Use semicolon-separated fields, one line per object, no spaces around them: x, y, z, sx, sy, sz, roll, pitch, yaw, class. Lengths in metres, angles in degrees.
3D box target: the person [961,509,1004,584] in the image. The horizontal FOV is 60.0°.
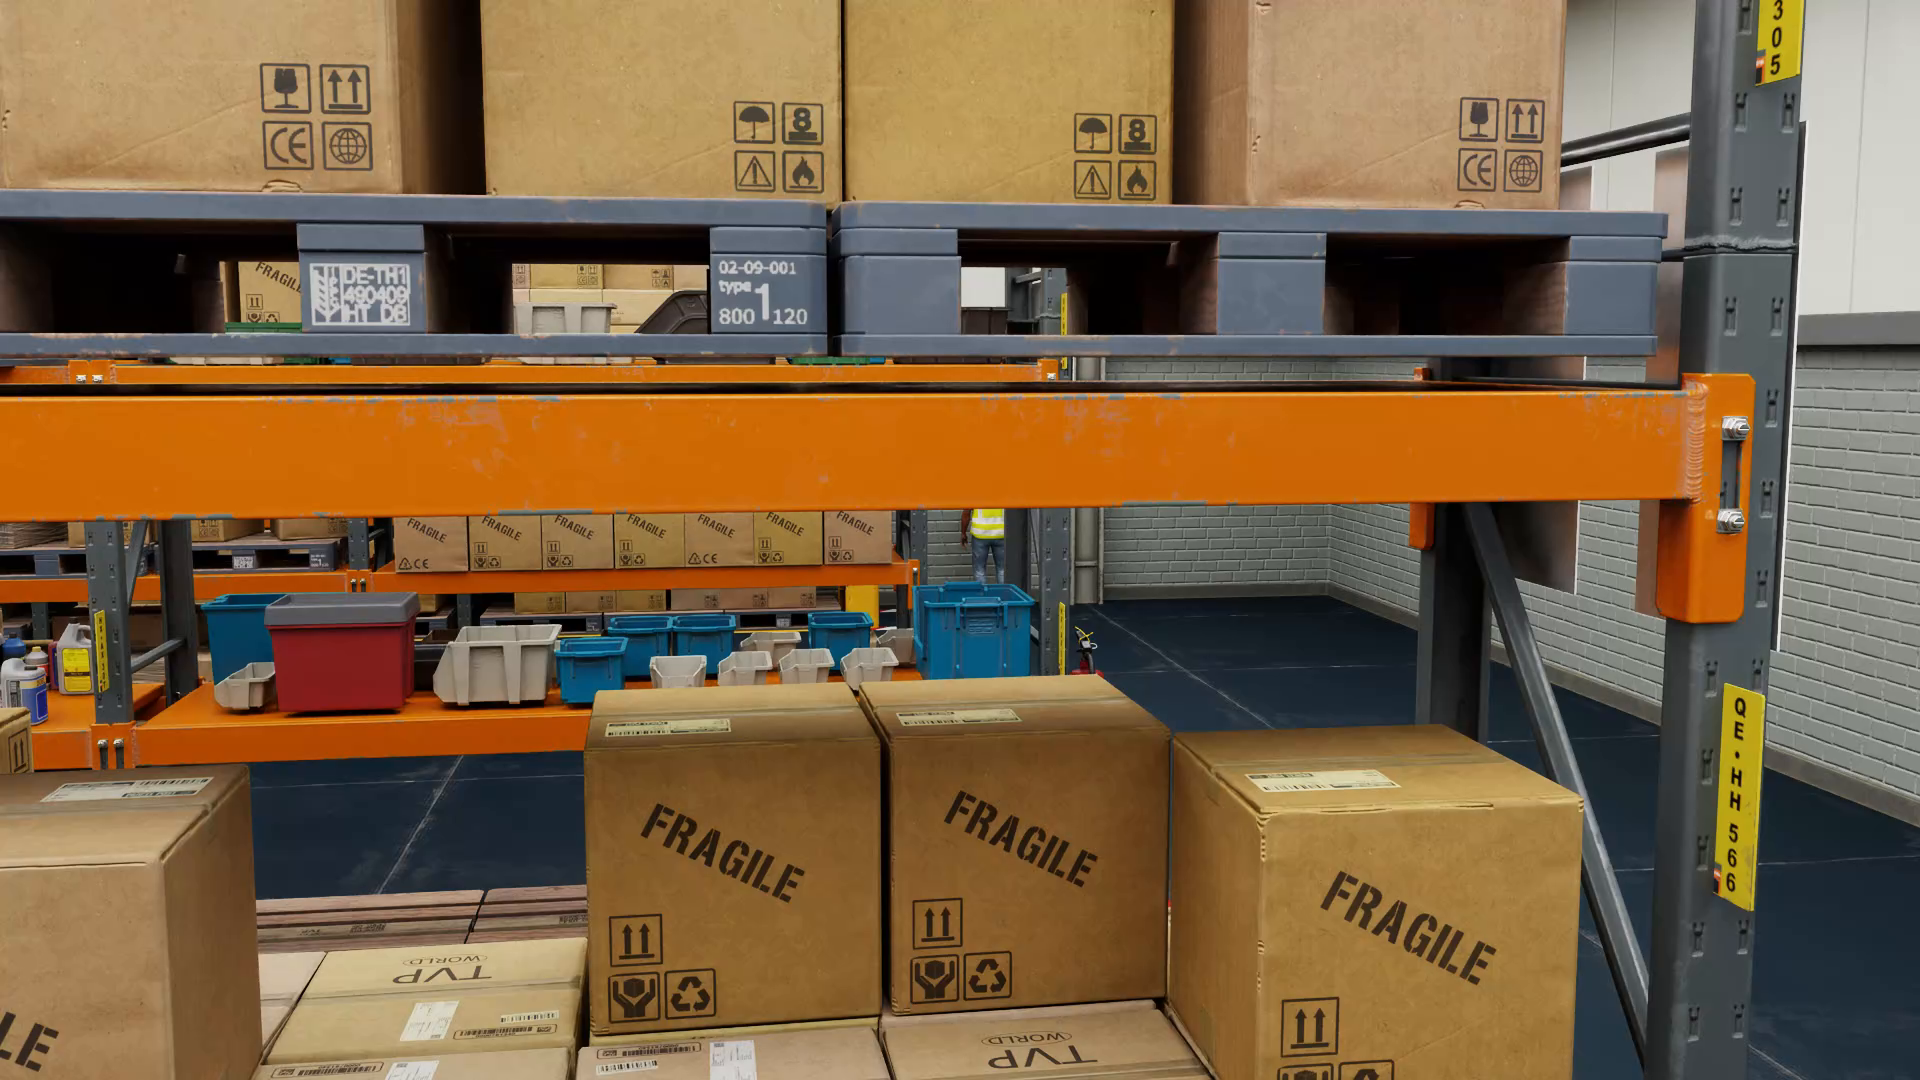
0.320;-0.064;18.197;0.637;1.761;0.460;-1;7;-10;person
